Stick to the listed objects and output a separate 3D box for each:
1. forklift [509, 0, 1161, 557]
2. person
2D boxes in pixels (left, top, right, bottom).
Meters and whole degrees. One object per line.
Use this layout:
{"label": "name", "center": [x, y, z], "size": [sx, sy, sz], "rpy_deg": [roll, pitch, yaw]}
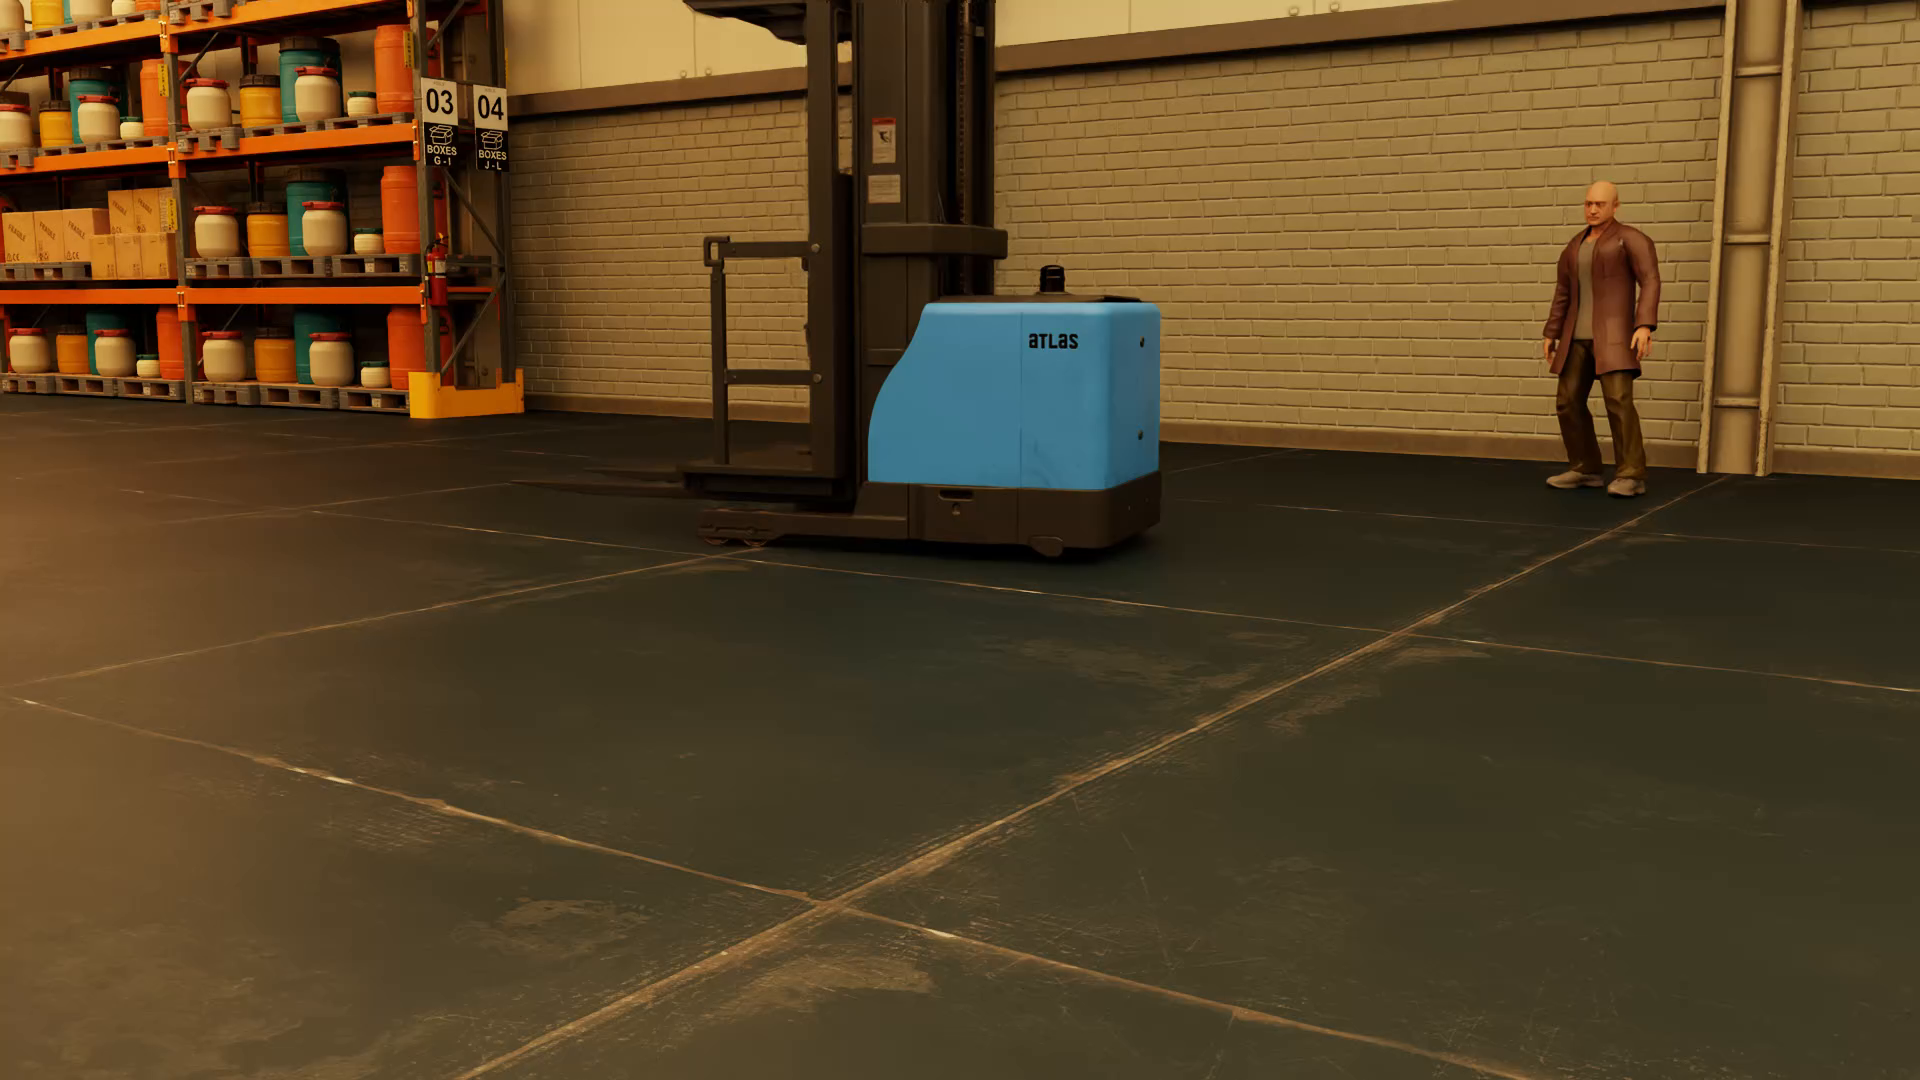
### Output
{"label": "forklift", "center": [-0.643, -1.484, 7.626], "size": [3.031, 2.935, 1.130], "rpy_deg": [3, 9, 20]}
{"label": "person", "center": [3.630, -1.156, 9.503], "size": [0.464, 1.756, 0.809], "rpy_deg": [-5, 10, -32]}
